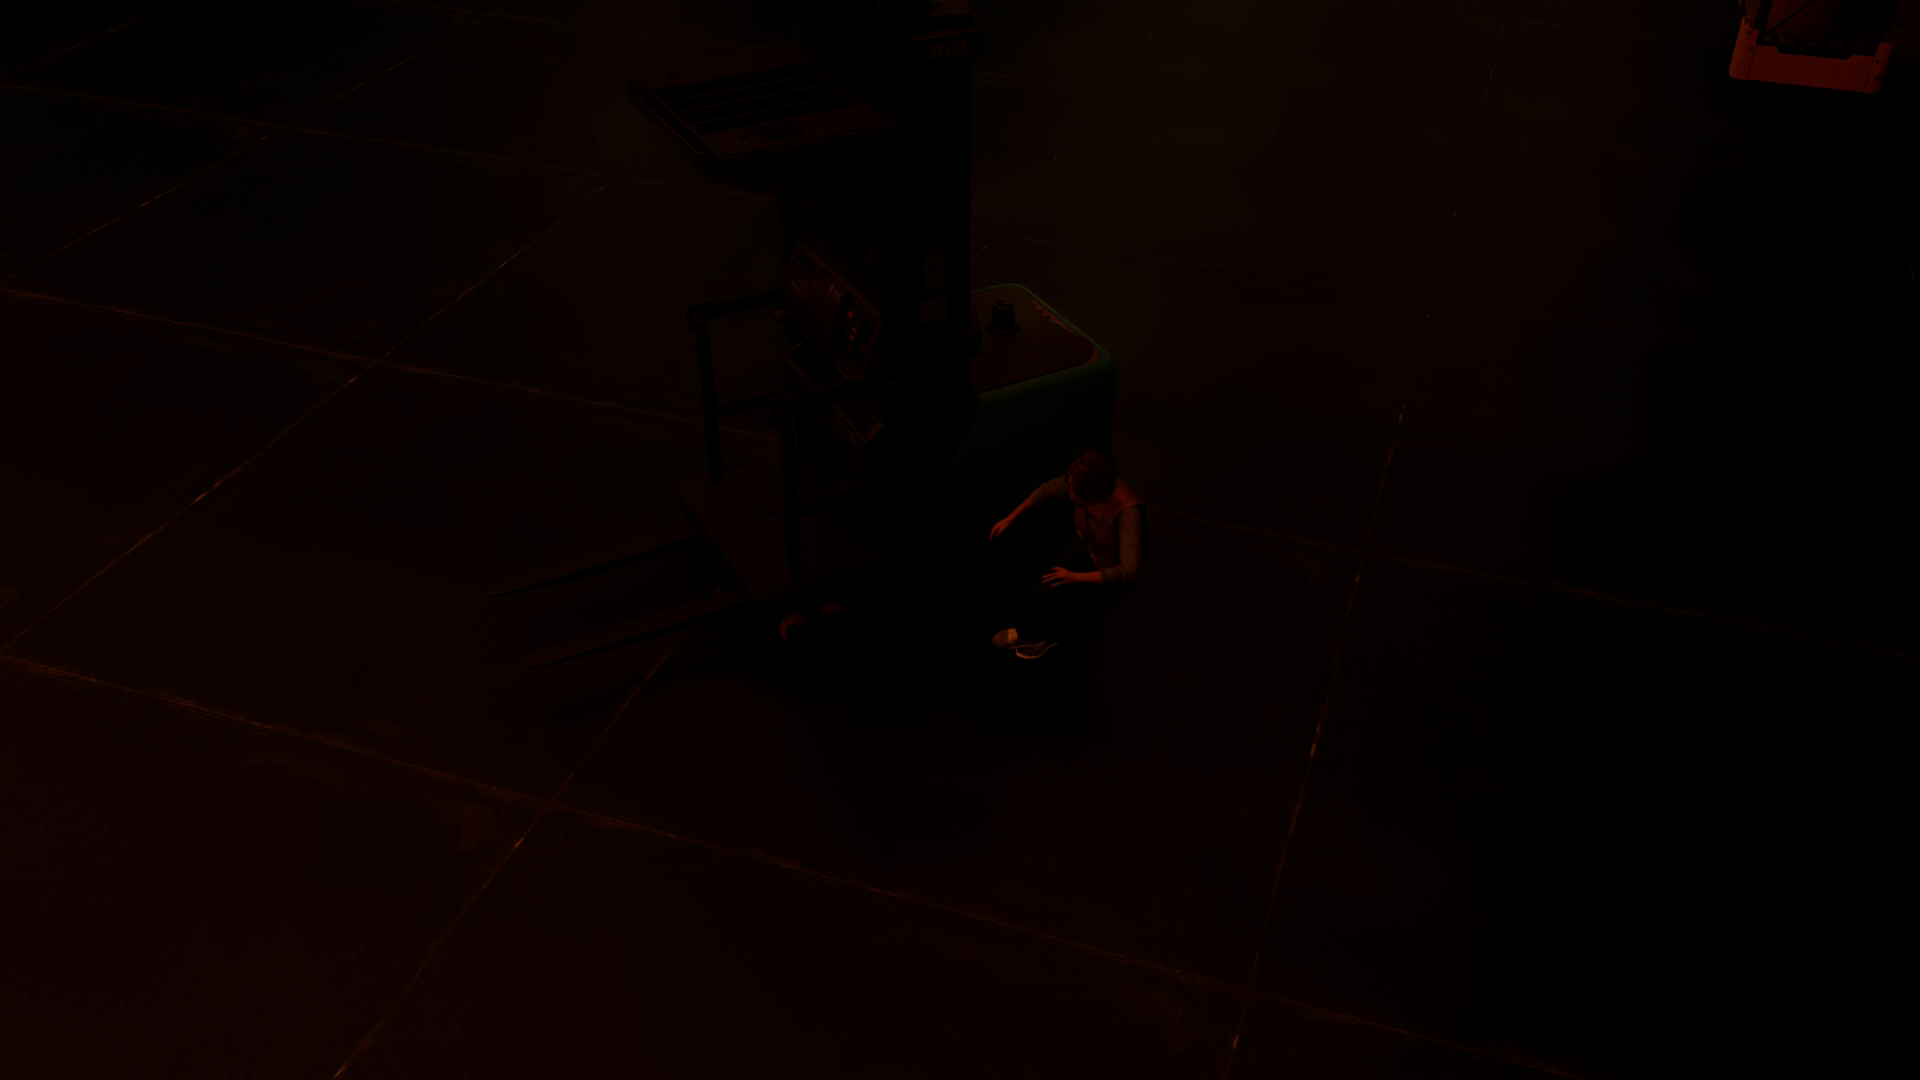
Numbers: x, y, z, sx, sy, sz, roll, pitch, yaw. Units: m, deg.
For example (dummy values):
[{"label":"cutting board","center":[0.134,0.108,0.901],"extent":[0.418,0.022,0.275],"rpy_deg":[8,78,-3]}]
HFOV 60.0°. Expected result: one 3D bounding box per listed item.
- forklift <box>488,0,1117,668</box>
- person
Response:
[{"label":"forklift","center":[-0.767,-1.034,7.569],"extent":[3.031,2.935,1.130],"rpy_deg":[-18,39,-23]},{"label":"person","center":[0.472,0.150,7.251],"extent":[0.823,1.361,0.820],"rpy_deg":[21,41,27]}]
